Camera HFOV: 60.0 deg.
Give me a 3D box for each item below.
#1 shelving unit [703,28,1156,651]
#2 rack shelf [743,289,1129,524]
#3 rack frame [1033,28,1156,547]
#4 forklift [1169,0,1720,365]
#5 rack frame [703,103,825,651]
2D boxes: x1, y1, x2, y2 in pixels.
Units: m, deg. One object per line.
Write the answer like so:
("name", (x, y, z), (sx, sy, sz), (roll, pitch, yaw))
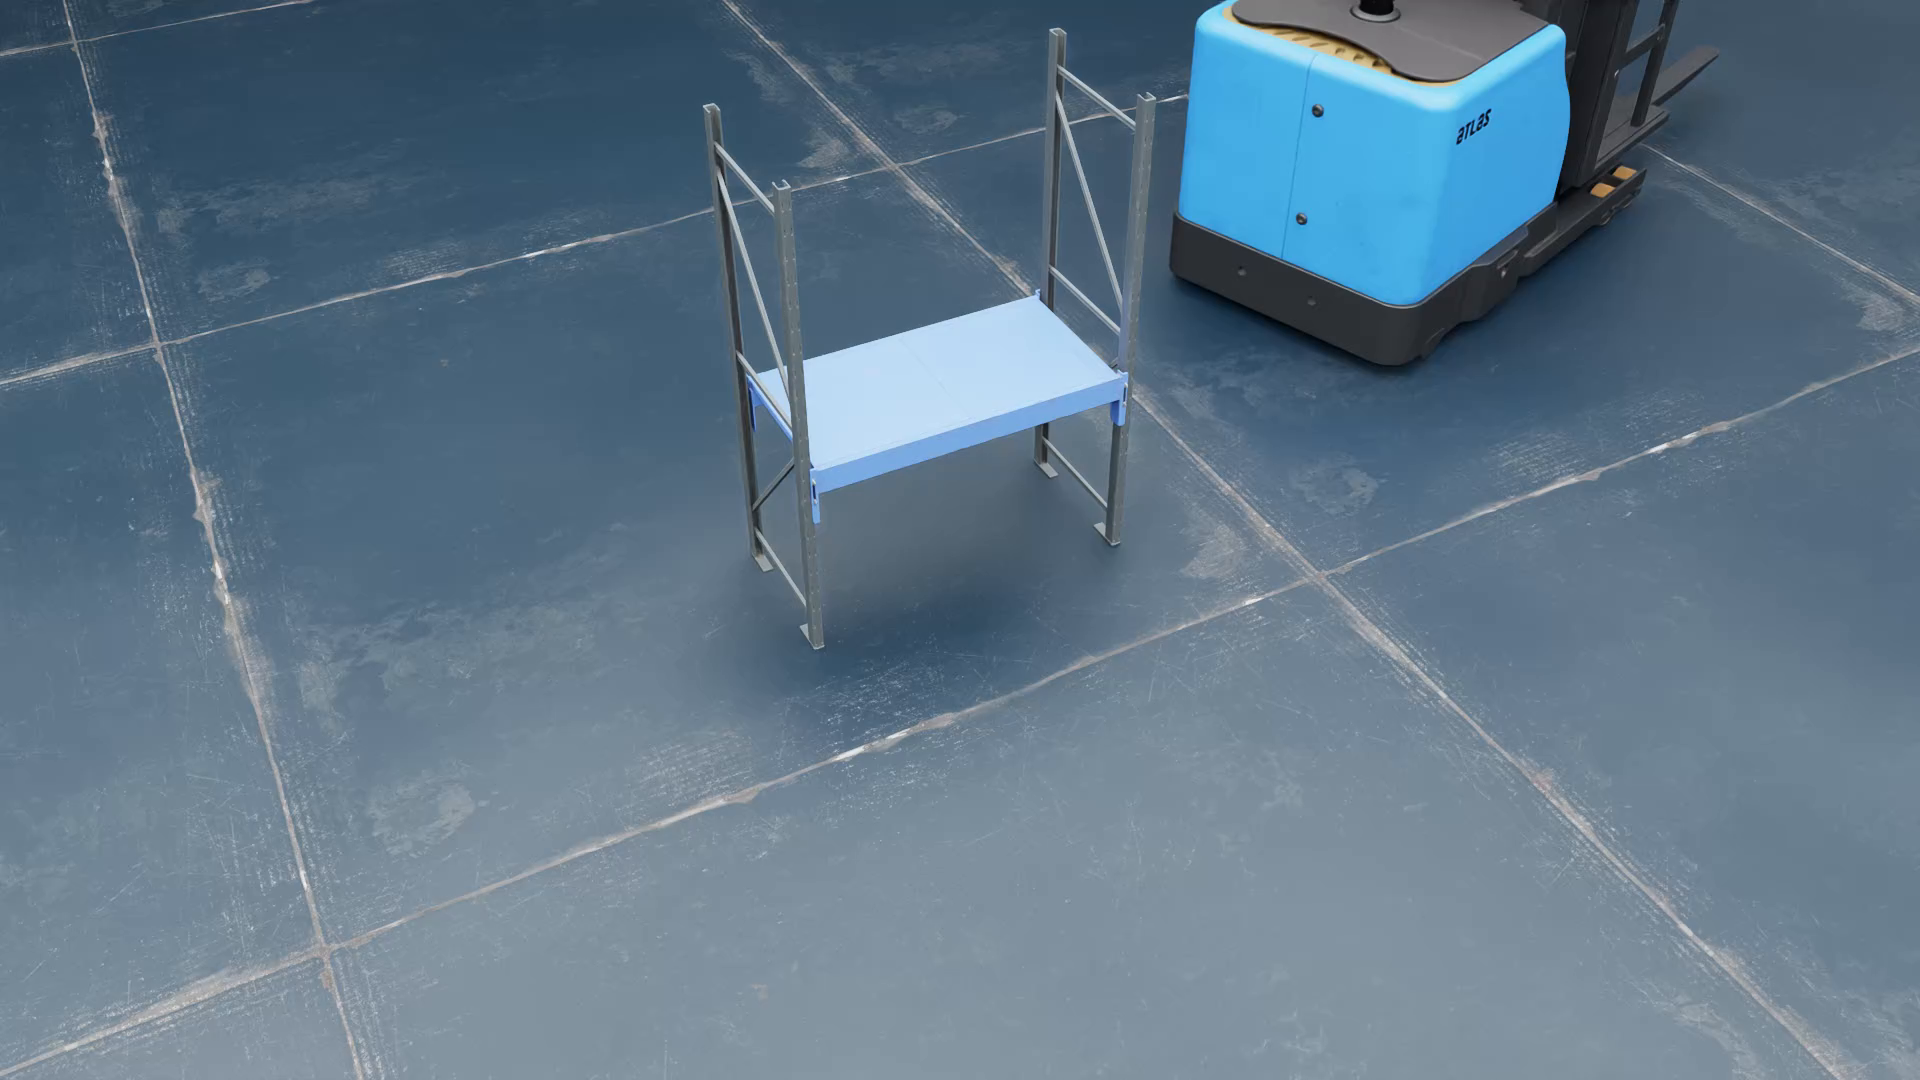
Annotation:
("shelving unit", (-0.076, -0.547, 4.735), (1.048, 1.500, 0.538), (-19, 44, -21))
("rack shelf", (-0.076, -0.410, 4.852), (1.000, 0.185, 0.538), (-19, 44, -21))
("rack frame", (0.375, -0.699, 4.915), (0.032, 1.500, 0.500), (-19, 44, -21))
("forklift", (2.170, -2.599, 6.052), (1.130, 2.935, 3.031), (31, 49, 31))
("rack frame", (-0.527, -0.395, 4.556), (0.032, 1.500, 0.500), (-19, 44, -21))
